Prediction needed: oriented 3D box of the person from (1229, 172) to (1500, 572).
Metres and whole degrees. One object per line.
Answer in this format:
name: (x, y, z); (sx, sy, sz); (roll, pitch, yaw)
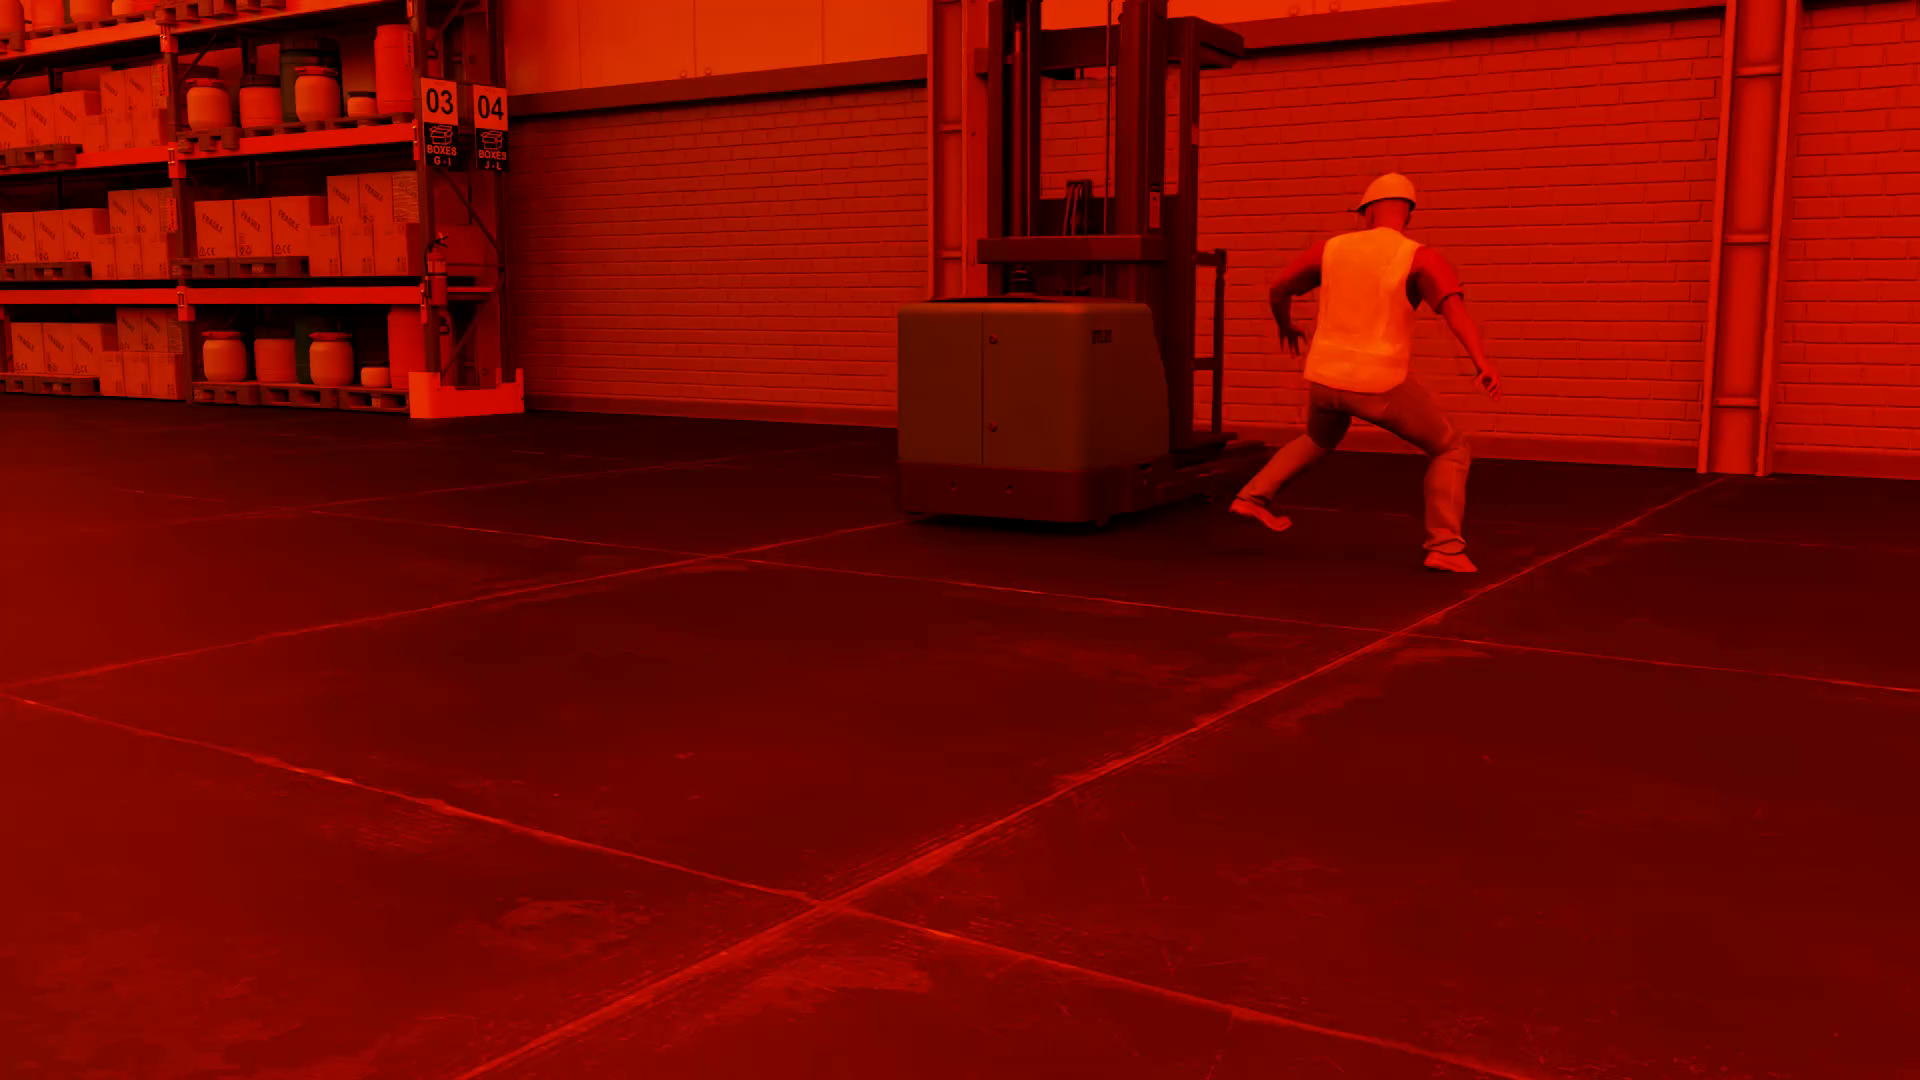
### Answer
person: (1.732, -0.660, 6.806); (0.533, 1.665, 1.227); (-7, 11, -41)

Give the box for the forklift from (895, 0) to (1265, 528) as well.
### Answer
forklift: (0.847, -1.676, 8.977); (1.130, 2.935, 3.031); (5, 9, 29)
